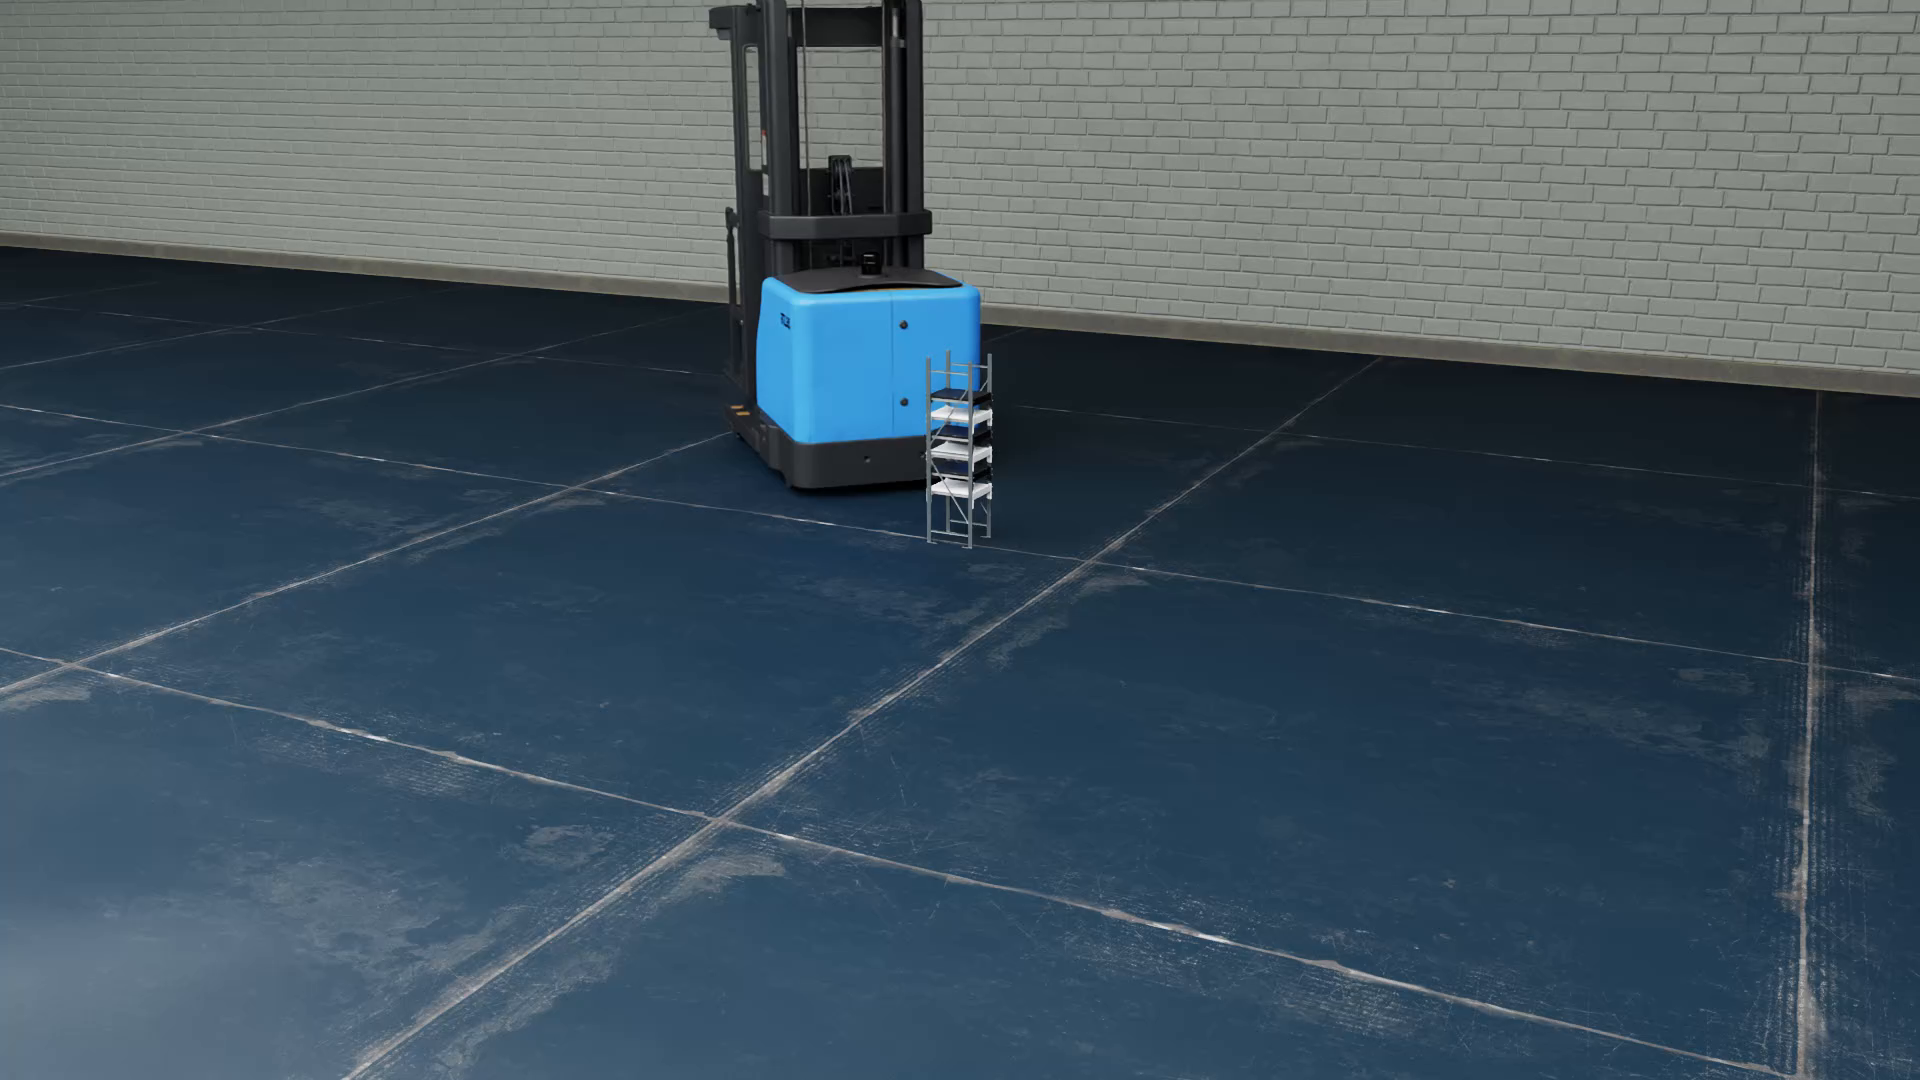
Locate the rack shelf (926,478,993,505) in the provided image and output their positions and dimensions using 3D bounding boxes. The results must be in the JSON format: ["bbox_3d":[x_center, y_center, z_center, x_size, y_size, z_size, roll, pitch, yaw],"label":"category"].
[{"bbox_3d":[-0.004,-0.225,7.950,0.258,0.077,0.200,8,18,25],"label":"rack shelf"}]

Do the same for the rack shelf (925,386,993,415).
[{"bbox_3d":[-0.004,-0.656,7.822,0.258,0.077,0.200,8,18,25],"label":"rack shelf"}]

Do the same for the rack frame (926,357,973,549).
[{"bbox_3d":[-0.049,-0.403,7.802,0.240,0.900,0.006,8,18,25],"label":"rack frame"}]

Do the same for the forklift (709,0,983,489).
[{"bbox_3d":[-0.820,-2.051,9.784,1.130,2.935,3.031,-5,17,-17],"label":"forklift"}]

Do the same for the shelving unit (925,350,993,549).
[{"bbox_3d":[-0.004,-0.429,7.889,0.258,0.900,0.210,8,18,25],"label":"shelving unit"}]

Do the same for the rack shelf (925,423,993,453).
[{"bbox_3d":[-0.004,-0.484,7.873,0.258,0.077,0.200,8,18,25],"label":"rack shelf"}]

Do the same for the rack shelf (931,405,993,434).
[{"bbox_3d":[-0.004,-0.570,7.848,0.258,0.077,0.200,8,18,25],"label":"rack shelf"}]

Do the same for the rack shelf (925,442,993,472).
[{"bbox_3d":[-0.004,-0.397,7.899,0.258,0.077,0.200,8,18,25],"label":"rack shelf"}]

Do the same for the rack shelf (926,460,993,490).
[{"bbox_3d":[-0.004,-0.311,7.924,0.258,0.077,0.200,8,18,25],"label":"rack shelf"}]

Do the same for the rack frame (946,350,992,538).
[{"bbox_3d":[0.042,-0.455,7.976,0.240,0.900,0.006,8,18,25],"label":"rack frame"}]
